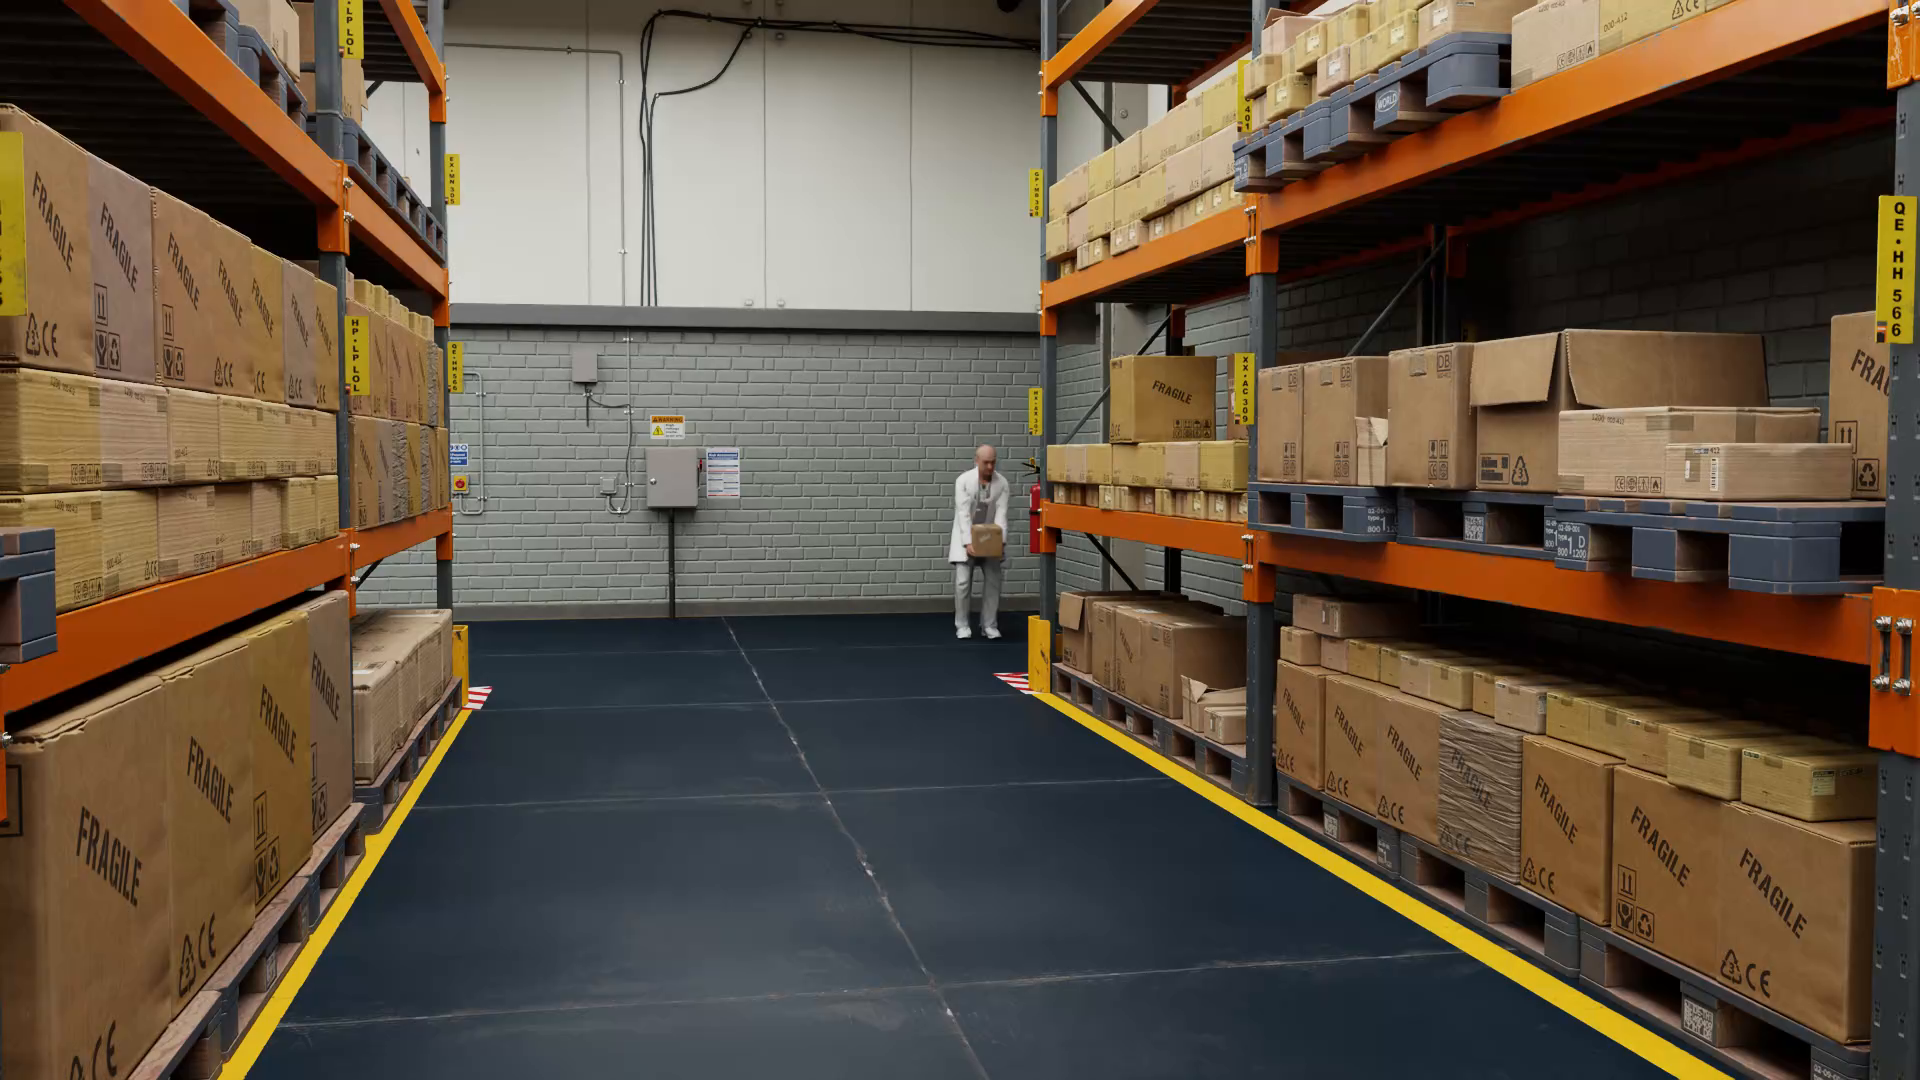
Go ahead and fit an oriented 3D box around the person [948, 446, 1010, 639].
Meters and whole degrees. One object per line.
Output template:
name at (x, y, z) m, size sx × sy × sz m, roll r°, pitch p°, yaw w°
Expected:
person at (0.174, 0.022, 14.794) m, size 0.533 × 1.721 × 0.616 m, roll -1°, pitch 3°, yaw -12°
